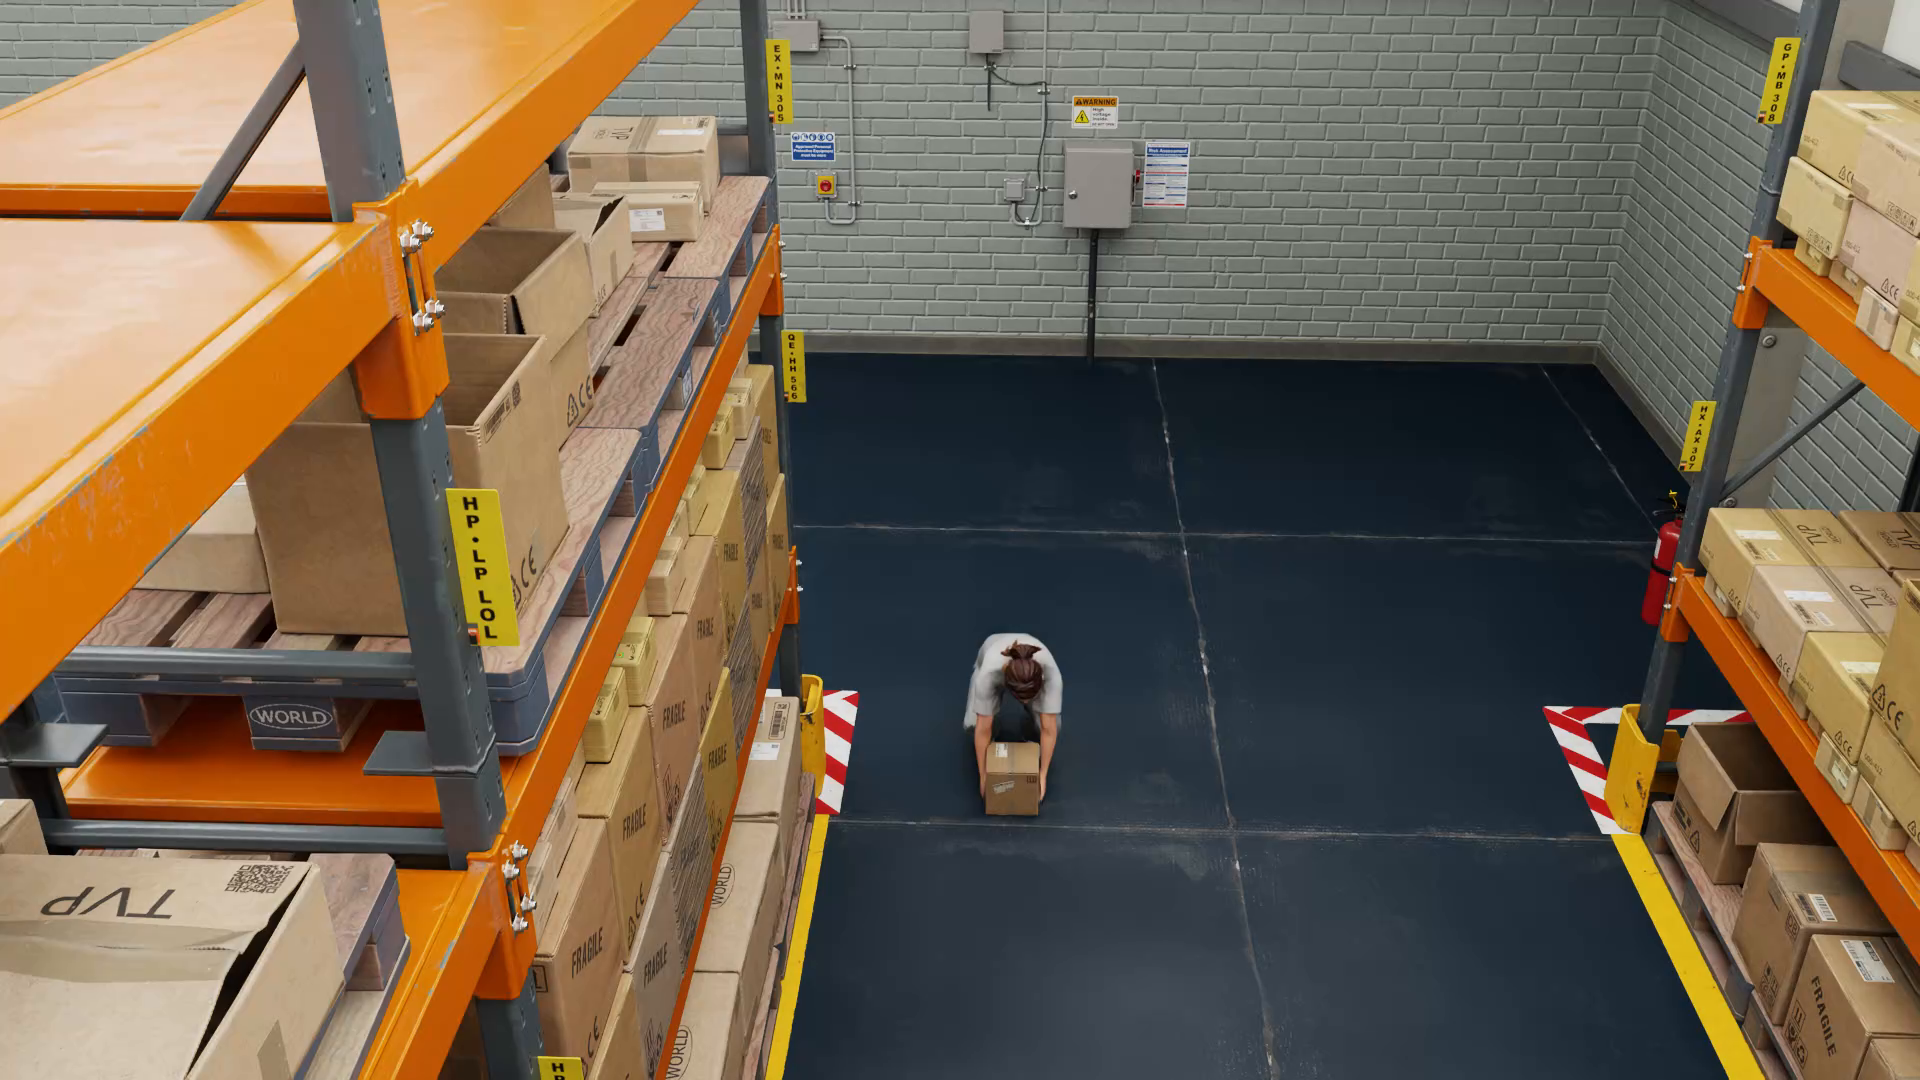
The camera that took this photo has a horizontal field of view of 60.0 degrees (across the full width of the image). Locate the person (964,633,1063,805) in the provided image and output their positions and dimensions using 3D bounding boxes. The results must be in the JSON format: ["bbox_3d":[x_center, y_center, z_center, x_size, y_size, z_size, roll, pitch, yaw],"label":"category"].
[{"bbox_3d":[0.260,0.768,8.151,0.478,0.804,0.807,1,28,2],"label":"person"}]
